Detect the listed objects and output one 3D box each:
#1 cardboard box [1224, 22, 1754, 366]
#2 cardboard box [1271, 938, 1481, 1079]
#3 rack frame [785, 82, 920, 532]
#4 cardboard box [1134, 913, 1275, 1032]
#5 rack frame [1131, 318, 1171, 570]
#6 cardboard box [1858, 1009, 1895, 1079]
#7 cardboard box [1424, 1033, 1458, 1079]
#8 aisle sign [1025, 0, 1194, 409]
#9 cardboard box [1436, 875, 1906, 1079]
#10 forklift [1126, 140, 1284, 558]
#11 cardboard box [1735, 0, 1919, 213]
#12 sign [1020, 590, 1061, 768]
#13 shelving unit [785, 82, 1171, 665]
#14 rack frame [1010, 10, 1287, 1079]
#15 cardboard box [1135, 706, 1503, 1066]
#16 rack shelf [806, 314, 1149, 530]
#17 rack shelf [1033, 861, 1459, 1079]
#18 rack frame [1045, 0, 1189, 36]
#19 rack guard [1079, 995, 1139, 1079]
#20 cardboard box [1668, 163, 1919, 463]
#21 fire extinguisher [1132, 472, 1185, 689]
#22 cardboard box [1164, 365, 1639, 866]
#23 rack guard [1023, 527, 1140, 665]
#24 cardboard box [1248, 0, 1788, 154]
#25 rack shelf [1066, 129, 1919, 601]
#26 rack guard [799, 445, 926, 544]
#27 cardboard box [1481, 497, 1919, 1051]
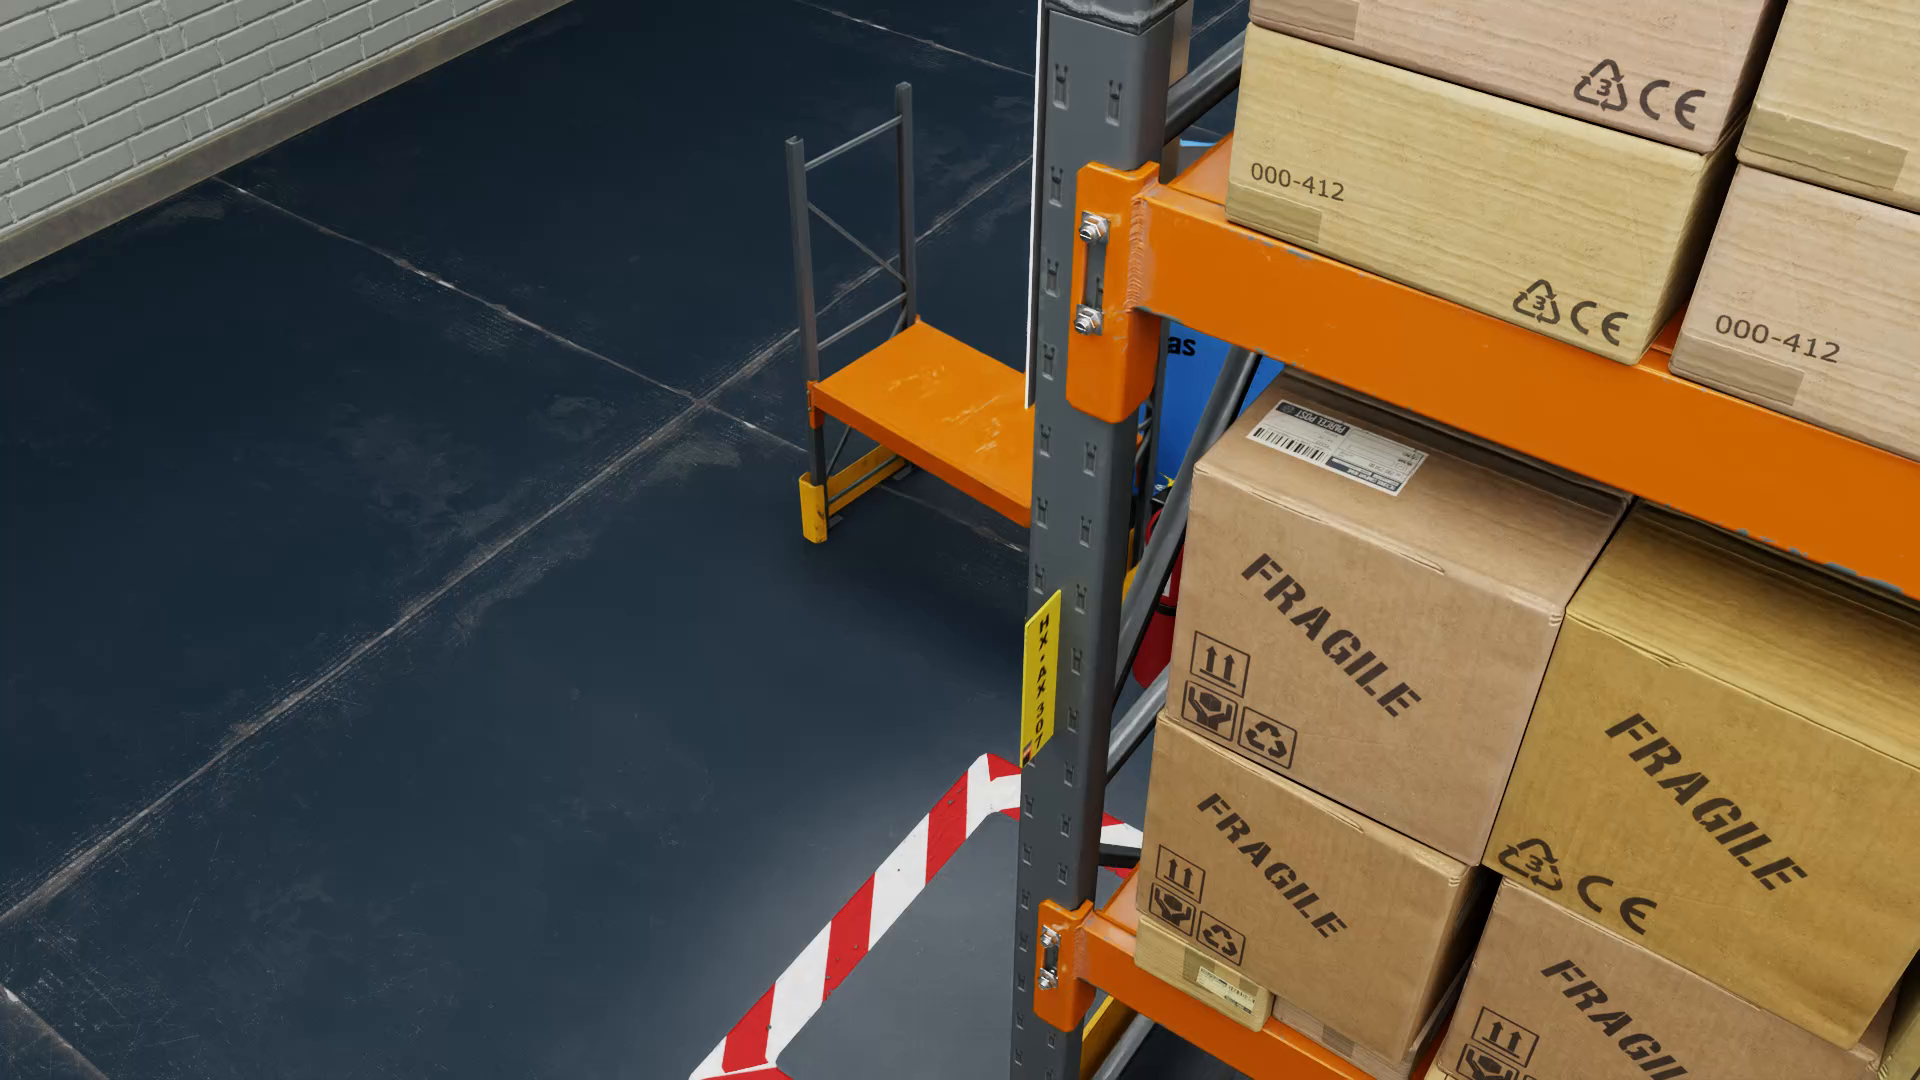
[{"bbox_3d":[0.659,-0.503,1.926,0.500,0.250,0.500,27,48,27],"label":"cardboard box"},{"bbox_3d":[0.748,0.719,2.886,0.250,0.149,0.380,27,48,27],"label":"cardboard box"},{"bbox_3d":[-0.325,-0.705,5.413,0.032,1.500,0.500,31,50,30],"label":"rack frame"},{"bbox_3d":[0.515,0.644,2.970,0.250,0.149,0.380,25,47,25],"label":"cardboard box"},{"bbox_3d":[0.431,-0.251,4.906,0.032,1.500,0.500,31,50,30],"label":"rack frame"},{"bbox_3d":[1.494,0.807,2.300,0.500,0.500,0.500,26,48,26],"label":"cardboard box"},{"bbox_3d":[0.937,0.851,2.738,0.250,0.149,0.380,24,47,24],"label":"cardboard box"},{"bbox_3d":[0.206,-0.586,2.206,0.004,0.787,0.394,25,48,25],"label":"aisle sign"},{"bbox_3d":[1.100,0.613,2.518,0.500,0.500,0.500,25,48,25],"label":"cardboard box"},{"bbox_3d":[1.978,-1.132,4.817,3.031,2.935,1.130,9,43,10],"label":"forklift"},{"bbox_3d":[1.077,-0.492,1.538,0.500,0.250,0.500,24,47,25],"label":"cardboard box"},{"bbox_3d":[0.127,0.221,2.605,0.005,0.325,0.100,25,48,25],"label":"sign"},{"bbox_3d":[0.046,-0.482,5.164,1.083,1.500,0.587,31,50,30],"label":"shelving unit"},{"bbox_3d":[0.438,0.247,3.224,0.127,3.000,1.000,25,48,25],"label":"rack frame"},{"bbox_3d":[0.647,0.422,2.731,0.500,0.500,0.500,27,49,27],"label":"cardboard box"},{"bbox_3d":[0.053,-0.344,5.279,1.000,0.185,0.538,31,50,30],"label":"rack shelf"},{"bbox_3d":[2.076,1.281,2.609,4.000,0.370,1.077,25,48,25],"label":"rack shelf"},{"bbox_3d":[0.438,-1.989,1.224,0.127,3.000,1.000,25,48,25],"label":"rack frame"},{"bbox_3d":[0.501,1.208,4.025,0.348,0.500,1.175,25,48,25],"label":"rack guard"},{"bbox_3d":[1.088,-0.299,1.698,0.500,0.250,0.500,27,48,27],"label":"cardboard box"},{"bbox_3d":[0.497,0.066,3.764,0.183,0.674,0.296,25,48,25],"label":"fire extinguisher"},{"bbox_3d":[0.654,0.043,2.404,0.500,0.500,0.500,25,47,25],"label":"cardboard box"},{"bbox_3d":[0.417,0.206,5.333,0.087,0.250,0.587,31,50,30],"label":"rack guard"},{"bbox_3d":[0.657,-0.687,1.757,0.500,0.250,0.500,26,48,26],"label":"cardboard box"},{"bbox_3d":[2.076,0.163,1.608,4.000,0.370,1.077,25,48,25],"label":"rack shelf"},{"bbox_3d":[-0.324,-0.238,5.829,0.087,0.250,0.587,31,50,30],"label":"rack guard"},{"bbox_3d":[1.070,0.233,2.192,0.500,0.500,0.500,26,48,26],"label":"cardboard box"}]
